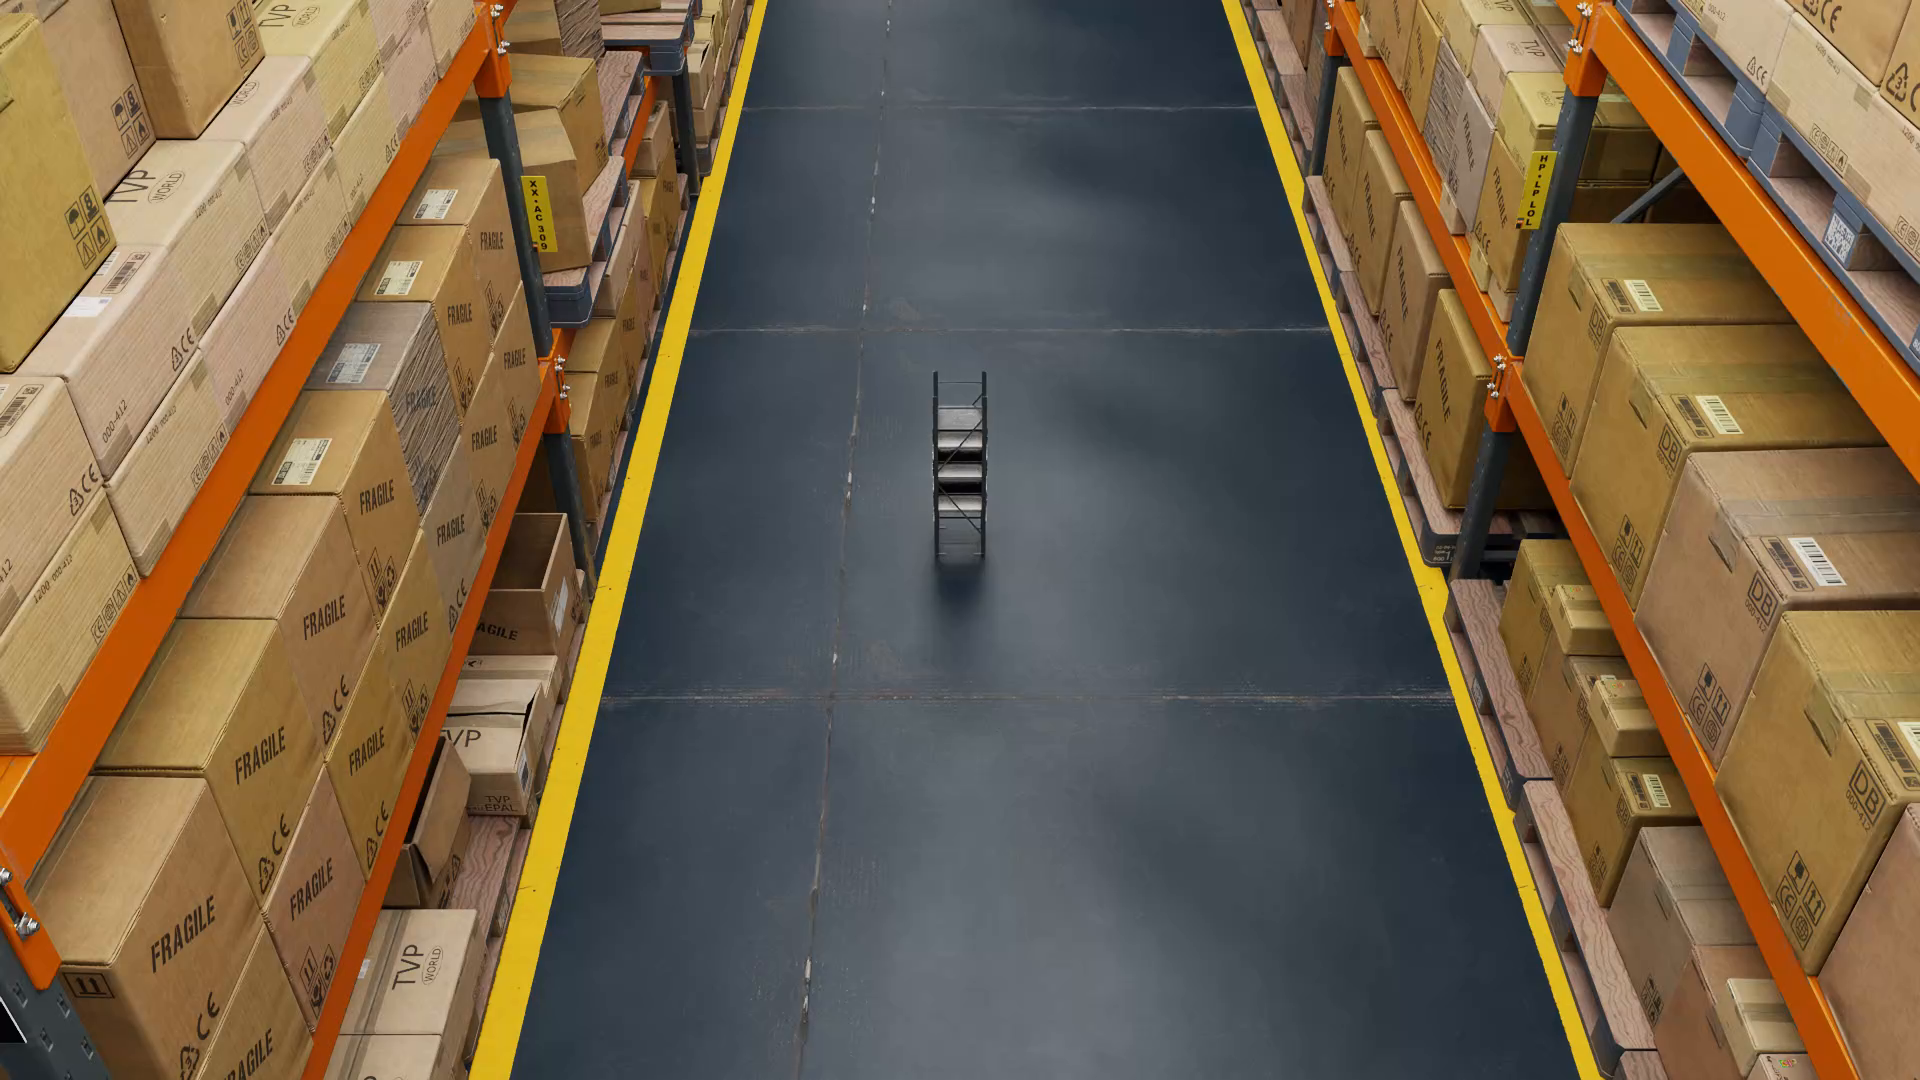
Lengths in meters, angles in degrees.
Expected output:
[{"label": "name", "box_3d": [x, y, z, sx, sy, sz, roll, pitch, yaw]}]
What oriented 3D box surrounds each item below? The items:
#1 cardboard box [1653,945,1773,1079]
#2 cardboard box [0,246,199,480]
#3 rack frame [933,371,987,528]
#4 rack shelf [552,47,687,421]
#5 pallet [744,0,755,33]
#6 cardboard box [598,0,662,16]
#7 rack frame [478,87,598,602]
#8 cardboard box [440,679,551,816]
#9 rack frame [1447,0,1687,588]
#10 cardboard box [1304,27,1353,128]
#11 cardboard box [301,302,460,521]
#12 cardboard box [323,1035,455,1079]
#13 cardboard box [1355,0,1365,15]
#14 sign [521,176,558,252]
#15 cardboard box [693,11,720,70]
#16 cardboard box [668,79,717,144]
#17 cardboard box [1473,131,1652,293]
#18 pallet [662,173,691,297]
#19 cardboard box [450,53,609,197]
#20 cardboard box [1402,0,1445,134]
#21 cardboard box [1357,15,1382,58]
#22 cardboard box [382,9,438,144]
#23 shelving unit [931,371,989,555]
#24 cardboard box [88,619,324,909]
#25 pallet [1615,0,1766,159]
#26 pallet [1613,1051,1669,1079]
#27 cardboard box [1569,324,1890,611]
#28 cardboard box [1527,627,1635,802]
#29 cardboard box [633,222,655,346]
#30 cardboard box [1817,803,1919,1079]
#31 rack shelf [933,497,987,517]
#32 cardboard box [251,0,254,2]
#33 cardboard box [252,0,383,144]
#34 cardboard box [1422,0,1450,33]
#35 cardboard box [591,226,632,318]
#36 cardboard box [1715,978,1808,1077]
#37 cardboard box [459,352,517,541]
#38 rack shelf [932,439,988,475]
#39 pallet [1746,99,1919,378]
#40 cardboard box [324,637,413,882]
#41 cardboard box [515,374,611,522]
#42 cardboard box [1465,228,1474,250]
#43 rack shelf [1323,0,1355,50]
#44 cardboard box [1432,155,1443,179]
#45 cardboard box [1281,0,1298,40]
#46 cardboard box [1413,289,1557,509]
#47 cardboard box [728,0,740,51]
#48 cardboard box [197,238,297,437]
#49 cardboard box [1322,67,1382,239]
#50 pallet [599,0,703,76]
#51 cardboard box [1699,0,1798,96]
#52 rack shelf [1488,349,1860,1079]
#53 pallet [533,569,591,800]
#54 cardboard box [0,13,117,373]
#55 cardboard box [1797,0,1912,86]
[{"label": "cardboard box", "box_3d": [2.670, 1.630, 5.226, 0.700, 0.500, 0.500, 0, 39, 0]}, {"label": "cardboard box", "box_3d": [-1.915, -0.366, 3.376, 0.500, 0.250, 0.500, 0, 39, 0]}, {"label": "rack frame", "box_3d": [0.000, -0.410, 7.787, 0.240, 0.900, 0.006, 0, 39, 0]}, {"label": "rack shelf", "box_3d": [-2.189, -1.897, 8.539, 1.077, 0.370, 4.000, 0, 39, 0]}, {"label": "pallet", "box_3d": [-2.156, -4.381, 13.293, 1.003, 0.211, 1.213, 0, 39, 0]}, {"label": "cardboard box", "box_3d": [-2.078, -3.237, 9.221, 0.700, 0.500, 0.500, -12, 40, -15]}, {"label": "rack frame", "box_3d": [-2.186, -0.927, 6.753, 1.000, 3.000, 0.127, 0, 39, 0]}, {"label": "cardboard box", "box_3d": [-1.901, 0.776, 6.427, 0.500, 0.311, 0.500, 0, 39, 0]}, {"label": "rack frame", "box_3d": [2.767, -0.933, 6.761, 1.000, 3.000, 0.127, 0, 39, 0]}, {"label": "cardboard box", "box_3d": [2.710, -3.080, 11.088, 0.700, 0.500, 0.500, 0, 39, 1]}, {"label": "cardboard box", "box_3d": [-1.923, -0.404, 5.222, 0.500, 0.500, 0.500, 0, 39, 0]}, {"label": "cardboard box", "box_3d": [-1.899, 1.823, 5.169, 0.500, 0.250, 0.500, 0, 39, 0]}, {"label": "cardboard box", "box_3d": [2.507, -3.293, 9.372, 0.500, 0.500, 0.500, 1, 39, 1]}, {"label": "sign", "box_3d": [-1.644, -1.270, 6.489, 0.100, 0.325, 0.005, 0, 39, 0]}, {"label": "cardboard box", "box_3d": [-1.907, -3.394, 11.247, 0.500, 0.311, 0.500, -1, 39, -1]}, {"label": "cardboard box", "box_3d": [-1.898, -2.847, 11.012, 0.500, 0.250, 0.500, 0, 39, 0]}, {"label": "cardboard box", "box_3d": [2.515, -1.384, 6.990, 0.500, 0.500, 0.500, -1, 39, -1]}, {"label": "pallet", "box_3d": [-2.228, -1.873, 10.164, 1.003, 0.211, 1.213, 0, 39, 0]}, {"label": "cardboard box", "box_3d": [-2.027, -1.856, 7.497, 0.700, 0.500, 0.500, 6, 39, 7]}, {"label": "cardboard box", "box_3d": [2.507, -2.329, 8.170, 0.500, 0.500, 0.500, 1, 39, 1]}, {"label": "cardboard box", "box_3d": [2.439, -2.814, 9.293, 0.380, 0.149, 0.250, 1, 39, 1]}, {"label": "cardboard box", "box_3d": [-1.930, -1.422, 5.093, 0.500, 0.250, 0.500, 0, 39, 0]}, {"label": "shelving unit", "box_3d": [0.000, -0.346, 7.708, 0.258, 0.900, 0.210, 0, 39, 0]}, {"label": "cardboard box", "box_3d": [-1.927, 0.541, 4.042, 0.500, 0.500, 0.500, 0, 39, 0]}, {"label": "pallet", "box_3d": [2.758, -1.557, 5.212, 1.003, 0.211, 1.213, 0, 39, 0]}, {"label": "pallet", "box_3d": [2.693, 2.157, 5.135, 1.003, 0.211, 1.213, 0, 39, 0]}, {"label": "cardboard box", "box_3d": [2.747, -0.254, 5.674, 0.980, 0.700, 0.700, -1, 39, -1]}, {"label": "cardboard box", "box_3d": [2.663, 0.661, 6.435, 0.700, 0.500, 0.500, 0, 39, -1]}, {"label": "cardboard box", "box_3d": [-1.948, -1.388, 8.976, 0.500, 0.500, 0.500, -1, 39, -2]}, {"label": "cardboard box", "box_3d": [2.761, 1.133, 3.943, 0.980, 0.700, 0.700, 2, 39, 2]}, {"label": "rack shelf", "box_3d": [0.000, -0.180, 7.841, 0.258, 0.077, 0.200, 0, 39, 0]}, {"label": "cardboard box", "box_3d": [-2.282, -1.597, 4.311, 0.700, 0.500, 0.500, 0, 39, 0]}, {"label": "cardboard box", "box_3d": [-1.919, -1.304, 4.546, 0.500, 0.250, 0.500, 0, 39, 0]}, {"label": "cardboard box", "box_3d": [2.518, -2.637, 7.954, 0.500, 0.250, 0.500, -1, 39, -1]}, {"label": "cardboard box", "box_3d": [-1.944, -1.344, 8.321, 0.500, 0.250, 0.500, 0, 39, 0]}, {"label": "cardboard box", "box_3d": [2.488, 1.450, 4.932, 0.380, 0.149, 0.250, 1, 39, 1]}, {"label": "cardboard box", "box_3d": [-1.927, -0.331, 5.930, 0.500, 0.500, 0.500, 1, 39, 1]}, {"label": "rack shelf", "box_3d": [0.000, -0.390, 7.672, 0.258, 0.077, 0.200, 0, 39, 0]}, {"label": "pallet", "box_3d": [2.756, -0.796, 4.262, 1.003, 0.211, 1.213, 0, 39, 0]}, {"label": "cardboard box", "box_3d": [-1.922, 0.622, 4.741, 0.500, 0.500, 0.500, 0, 39, 0]}, {"label": "cardboard box", "box_3d": [-1.943, -0.426, 7.775, 0.500, 0.500, 0.500, -2, 39, -2]}, {"label": "cardboard box", "box_3d": [2.505, -1.373, 7.495, 0.380, 0.149, 0.250, 1, 39, 1]}, {"label": "rack shelf", "box_3d": [2.760, -4.404, 11.668, 1.077, 0.370, 4.000, 0, 39, 0]}, {"label": "cardboard box", "box_3d": [2.526, -1.848, 8.088, 0.380, 0.149, 0.250, -1, 39, -1]}, {"label": "cardboard box", "box_3d": [2.787, -4.029, 12.272, 0.700, 0.500, 0.500, 0, 39, 0]}, {"label": "cardboard box", "box_3d": [2.637, -0.664, 7.809, 0.750, 0.750, 0.750, 0, 39, 0]}, {"label": "cardboard box", "box_3d": [-1.906, -3.807, 12.210, 0.500, 0.250, 0.500, 1, 39, 1]}, {"label": "cardboard box", "box_3d": [-1.918, -0.484, 3.922, 0.500, 0.250, 0.500, 0, 39, 0]}, {"label": "cardboard box", "box_3d": [2.632, -2.299, 9.849, 0.750, 0.750, 0.750, -1, 39, -1]}, {"label": "pallet", "box_3d": [-2.120, -2.929, 9.406, 1.213, 0.211, 1.003, 0, 39, 0]}, {"label": "cardboard box", "box_3d": [2.491, -1.496, 4.770, 0.500, 0.250, 0.500, -1, 39, -1]}, {"label": "rack shelf", "box_3d": [2.770, 0.599, 5.425, 1.077, 0.370, 4.000, 0, 39, 0]}, {"label": "pallet", "box_3d": [-2.187, 0.591, 7.089, 1.003, 0.211, 1.213, 0, 39, 0]}, {"label": "cardboard box", "box_3d": [-2.115, -0.659, 3.141, 0.700, 0.500, 0.500, 0, 39, 0]}, {"label": "cardboard box", "box_3d": [2.500, -1.464, 4.129, 0.500, 0.500, 0.500, 0, 39, 0]}]
